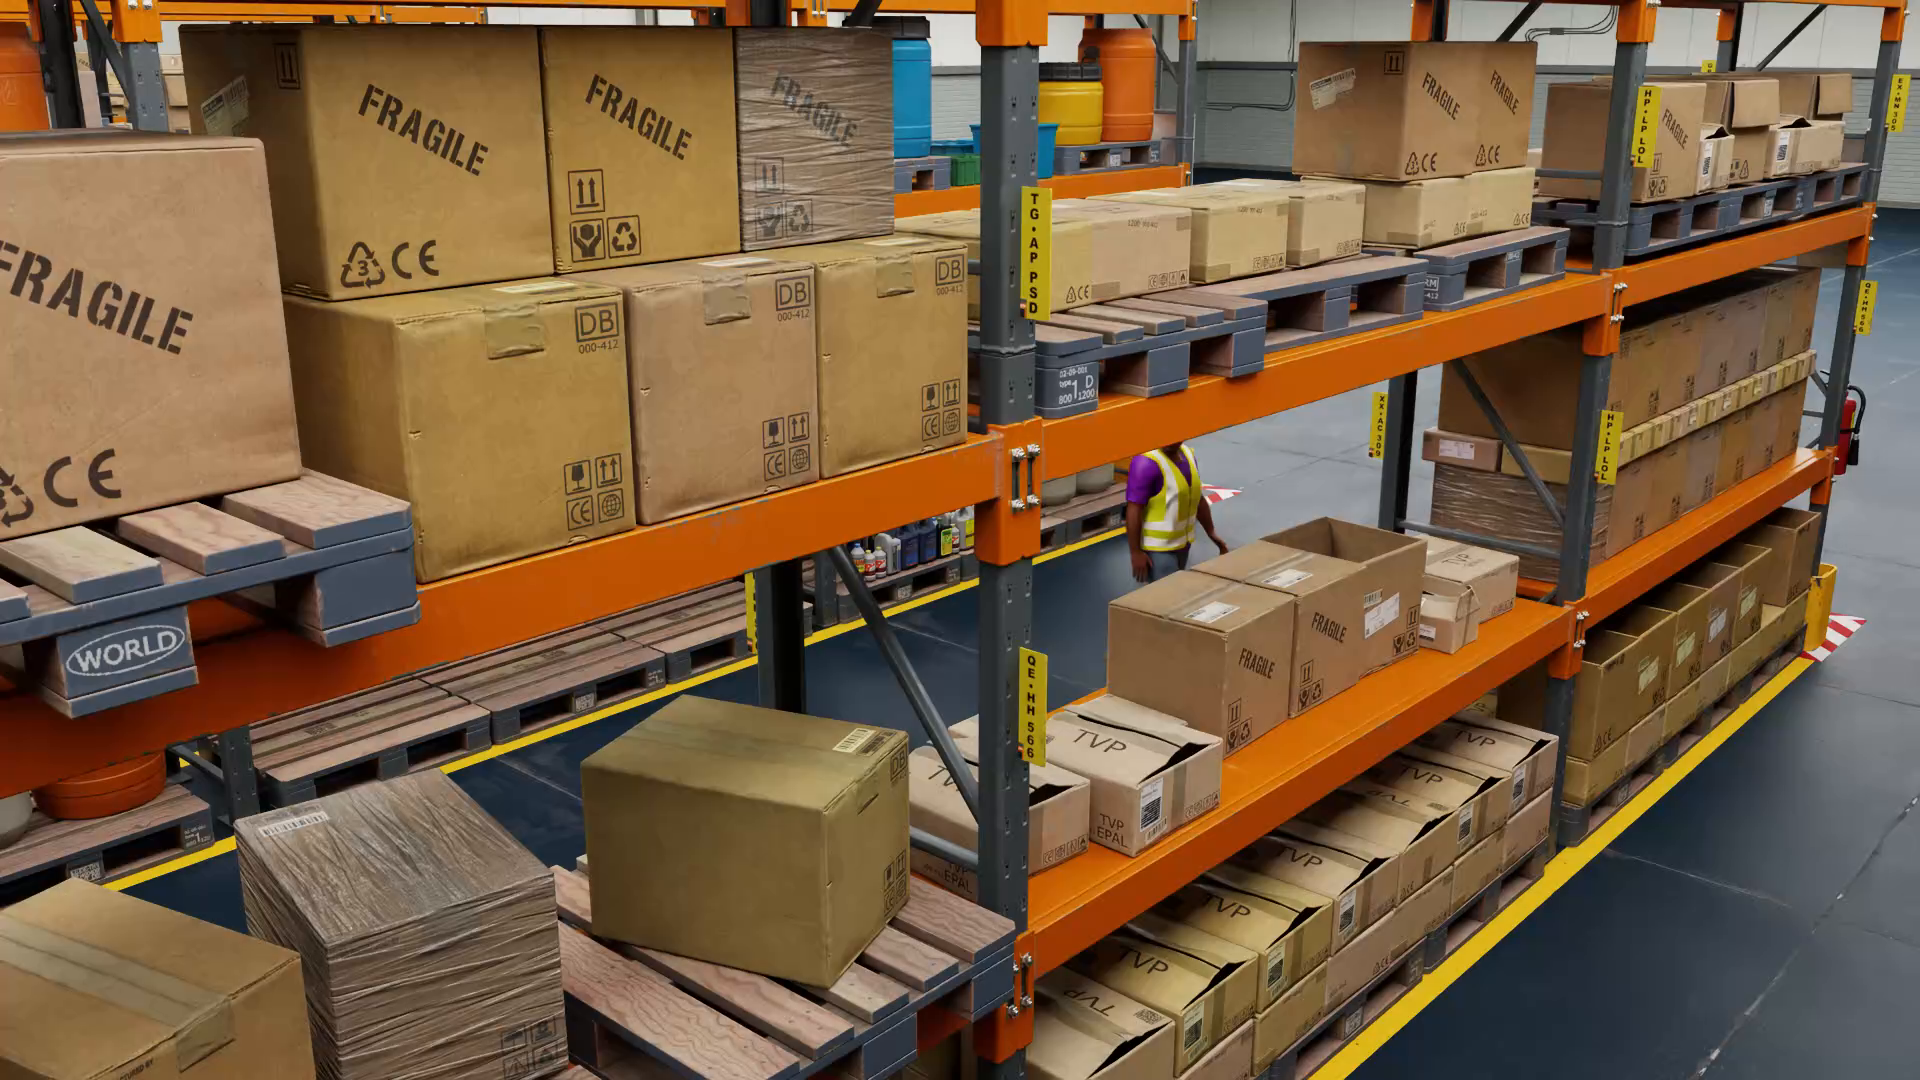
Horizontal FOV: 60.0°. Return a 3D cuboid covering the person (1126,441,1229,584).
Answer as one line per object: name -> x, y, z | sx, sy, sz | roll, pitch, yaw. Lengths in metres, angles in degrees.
person -> 1.308, 0.045, 9.766 | 0.668, 1.756, 0.630 | 10, 20, 30
